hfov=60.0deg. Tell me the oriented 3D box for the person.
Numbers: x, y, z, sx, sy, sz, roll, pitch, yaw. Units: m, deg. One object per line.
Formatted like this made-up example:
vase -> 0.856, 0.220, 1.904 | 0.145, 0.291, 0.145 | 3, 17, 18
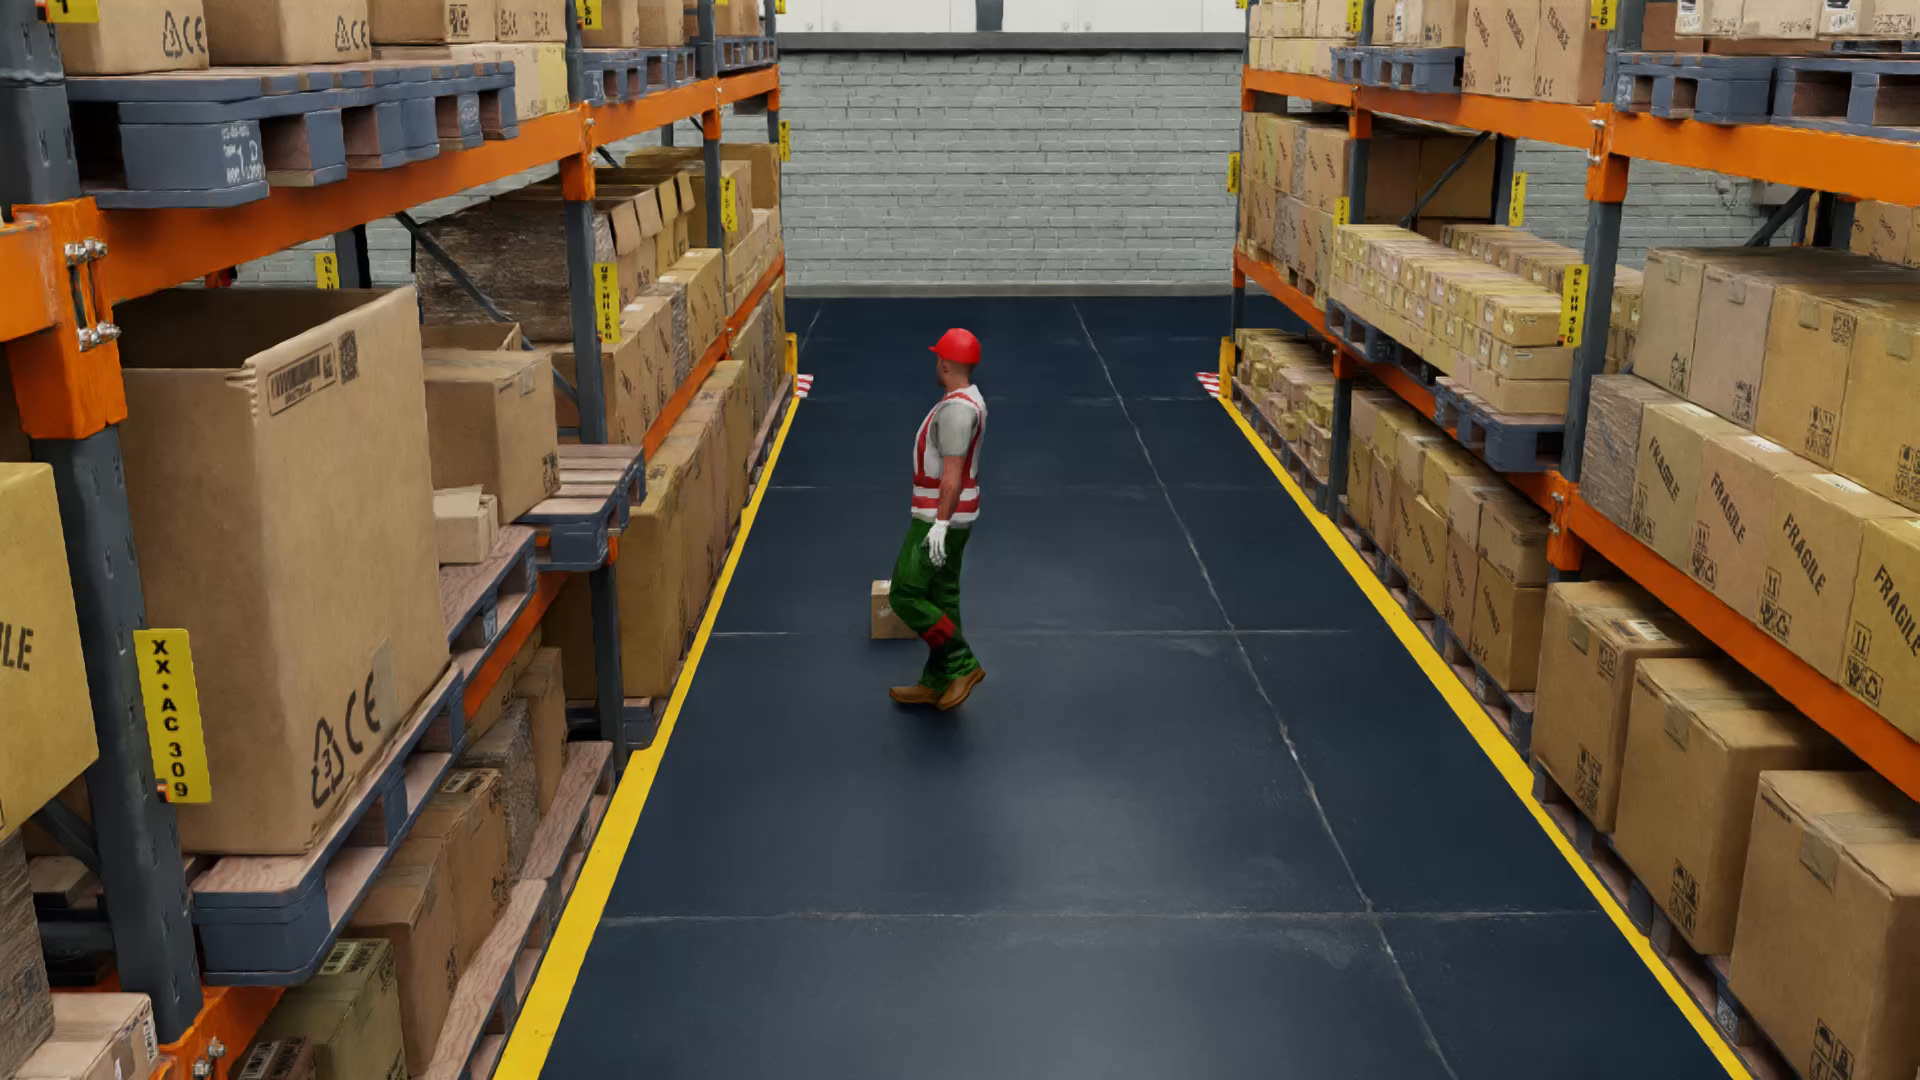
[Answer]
person -> -0.100, -0.085, 7.751 | 0.475, 1.785, 0.638 | 2, 17, 7
